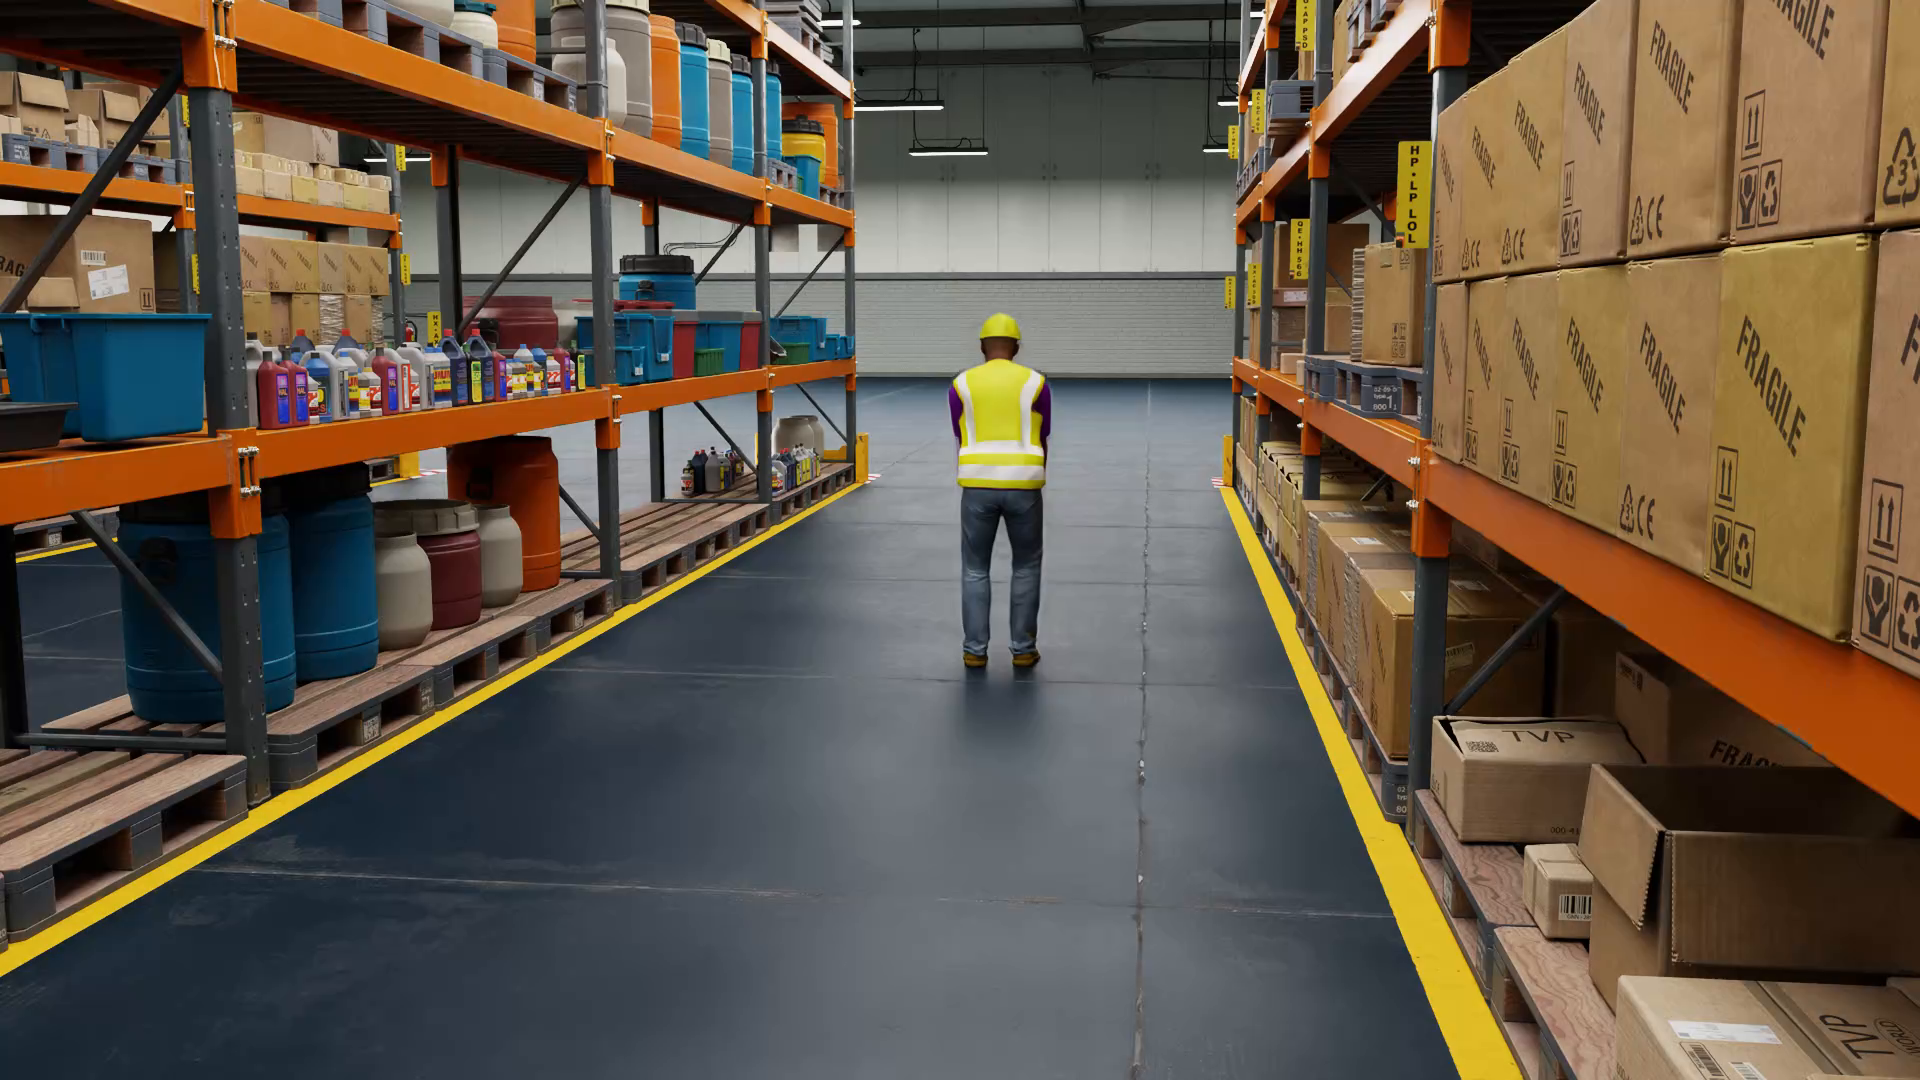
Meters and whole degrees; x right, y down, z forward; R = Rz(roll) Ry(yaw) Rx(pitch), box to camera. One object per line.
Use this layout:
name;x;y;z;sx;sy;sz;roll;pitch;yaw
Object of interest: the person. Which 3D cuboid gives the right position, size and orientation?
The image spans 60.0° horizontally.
person;0.199;-0.238;8.259;0.501;1.697;0.598;1;8;5
